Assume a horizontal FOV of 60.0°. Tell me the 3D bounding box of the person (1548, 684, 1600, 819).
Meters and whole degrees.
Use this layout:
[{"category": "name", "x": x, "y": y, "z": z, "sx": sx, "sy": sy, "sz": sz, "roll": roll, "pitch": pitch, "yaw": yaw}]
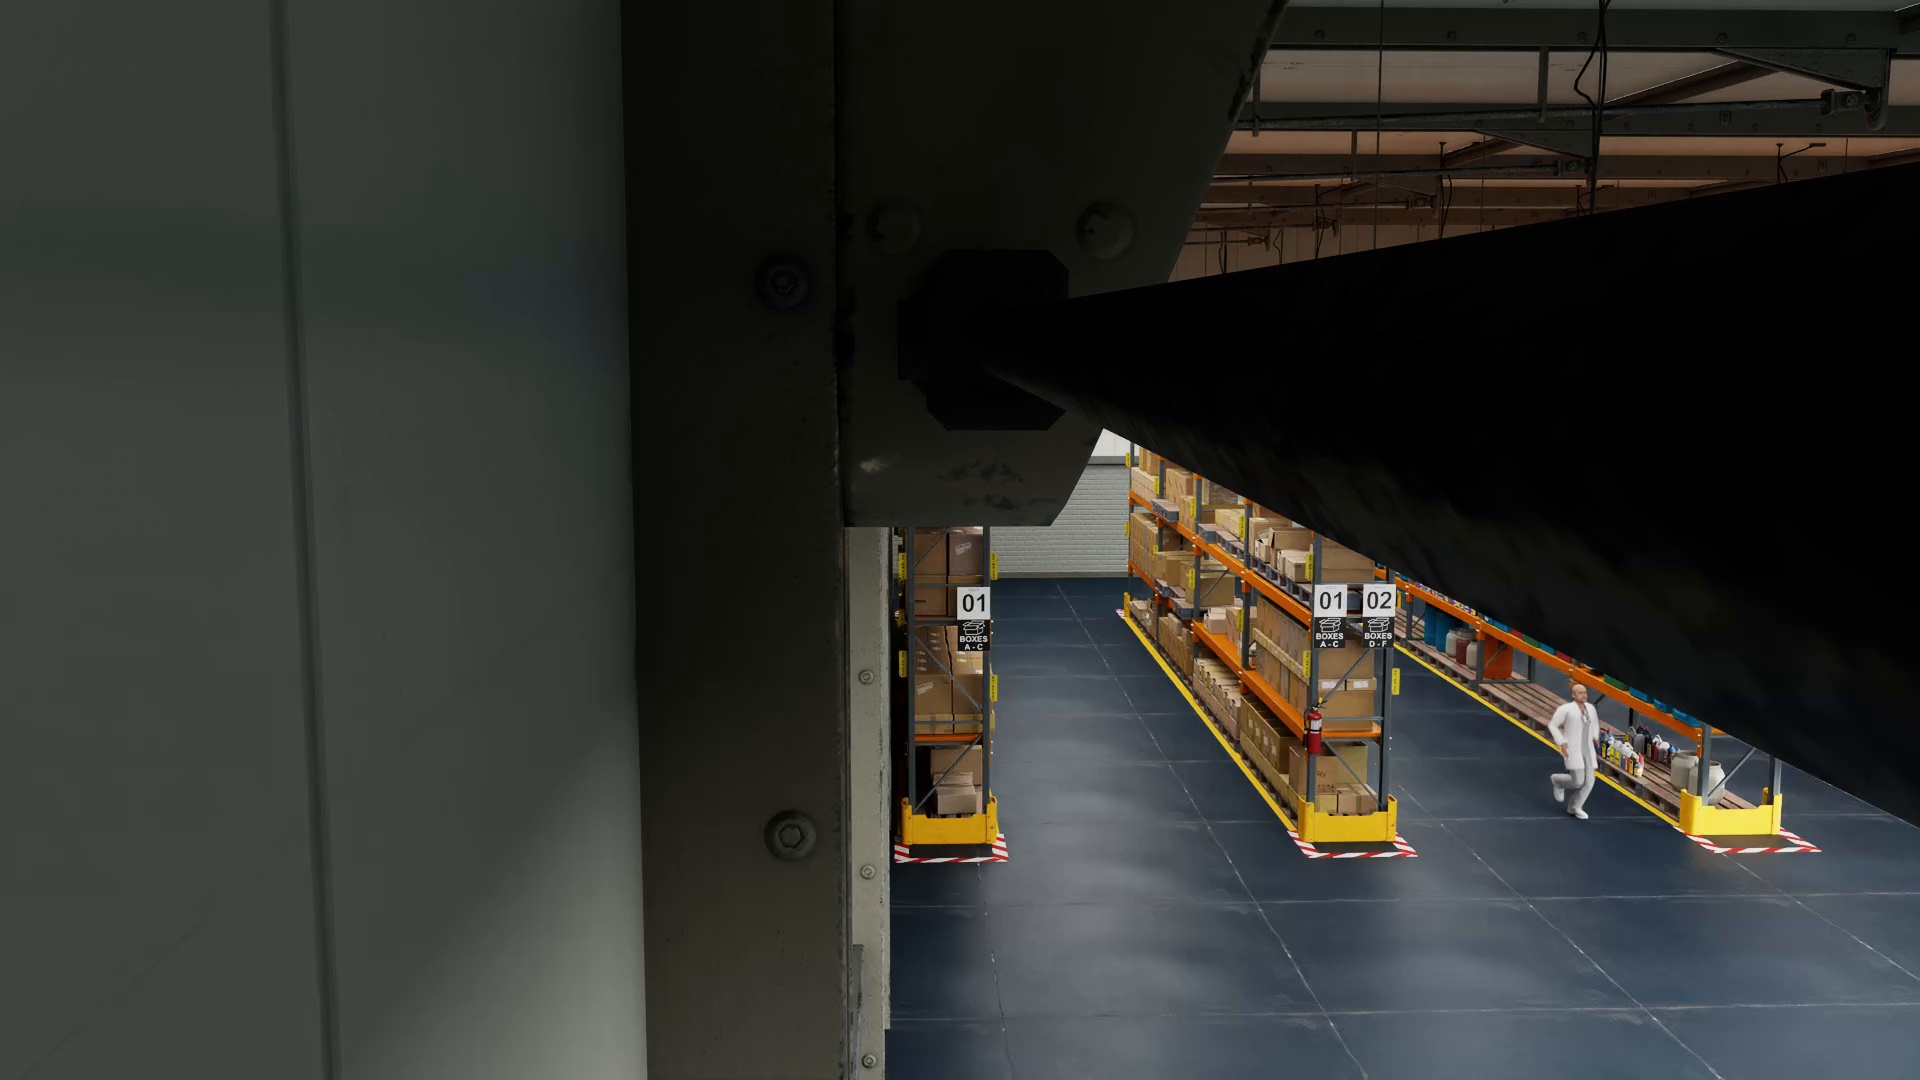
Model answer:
[{"category": "person", "x": 8.002, "y": 2.720, "z": 21.595, "sx": 0.707, "sy": 1.722, "sz": 0.633, "roll": -2, "pitch": 8, "yaw": -16}]
